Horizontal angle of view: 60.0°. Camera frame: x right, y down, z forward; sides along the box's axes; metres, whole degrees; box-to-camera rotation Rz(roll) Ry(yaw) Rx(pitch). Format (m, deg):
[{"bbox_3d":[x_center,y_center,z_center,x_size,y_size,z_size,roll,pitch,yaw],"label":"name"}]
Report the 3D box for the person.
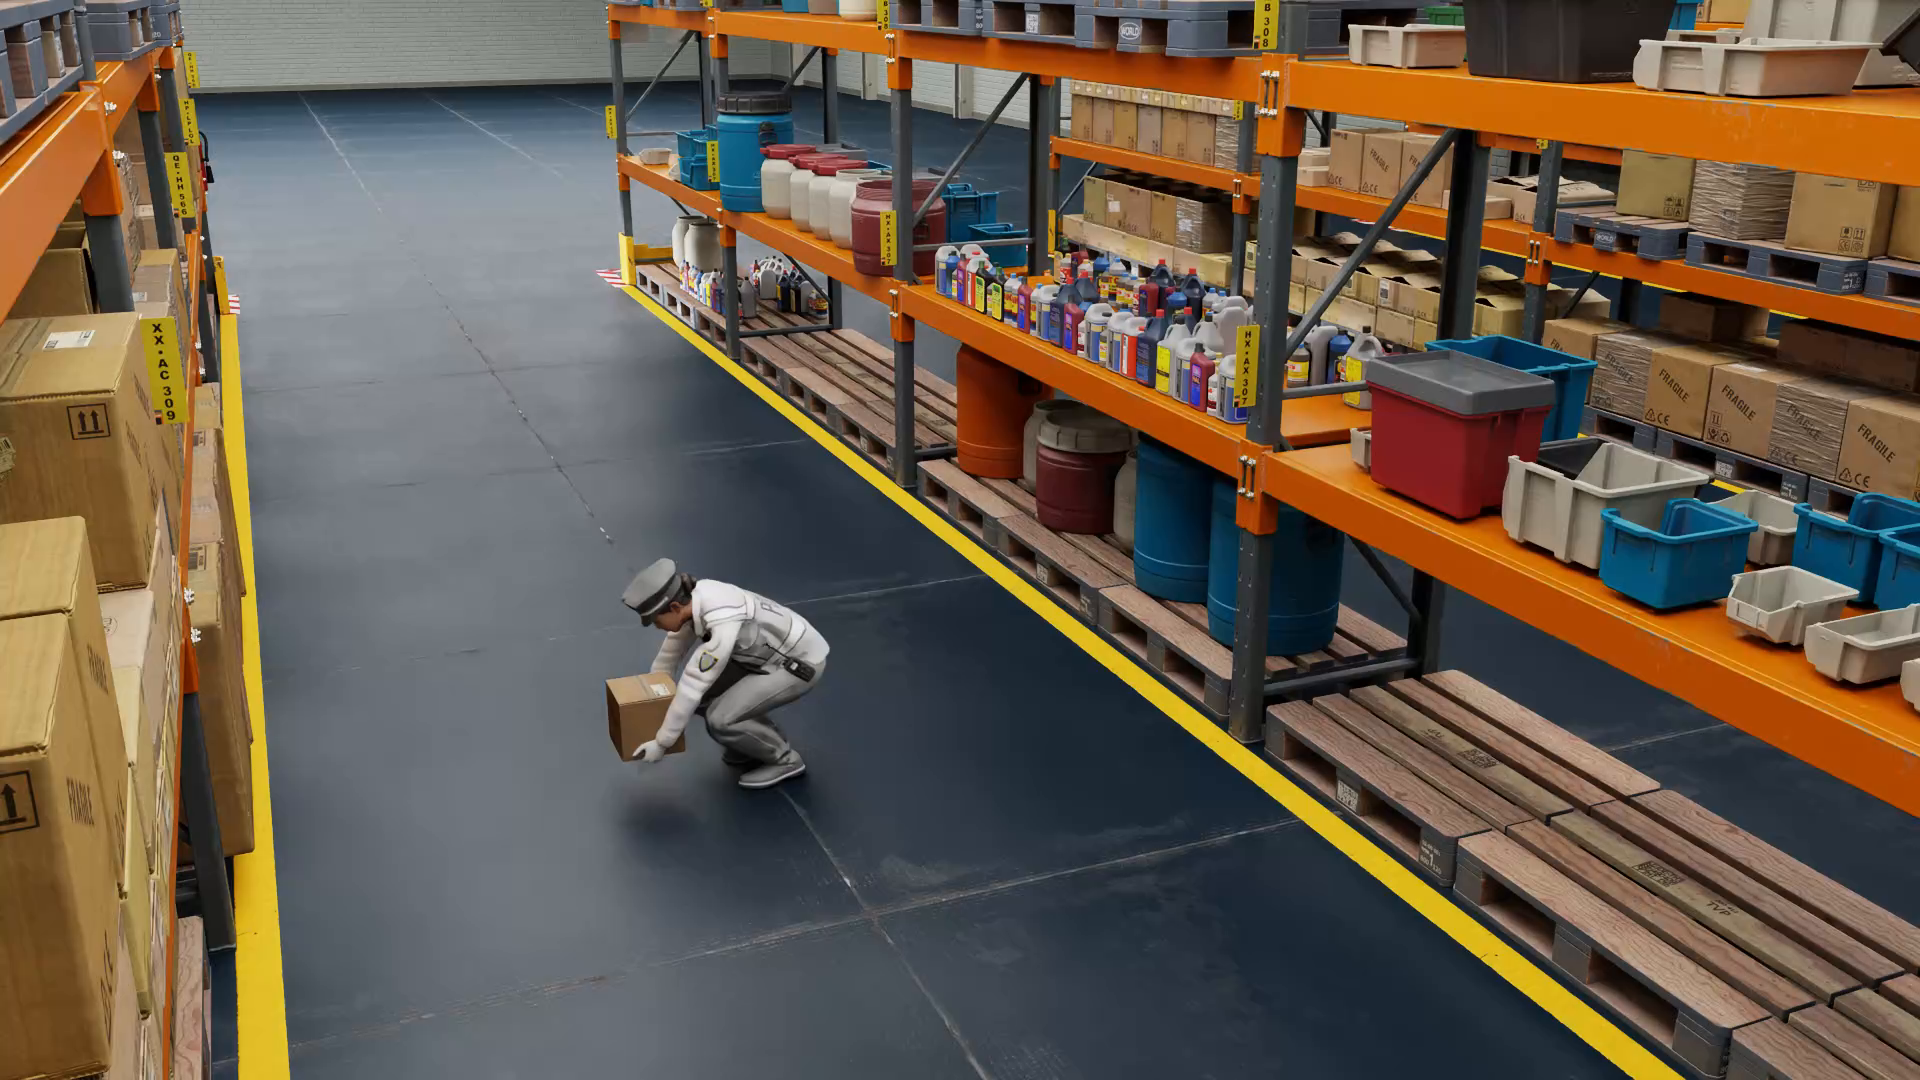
[{"bbox_3d":[-0.940,0.507,6.662,0.848,0.982,0.463,-8,21,-23],"label":"person"}]
